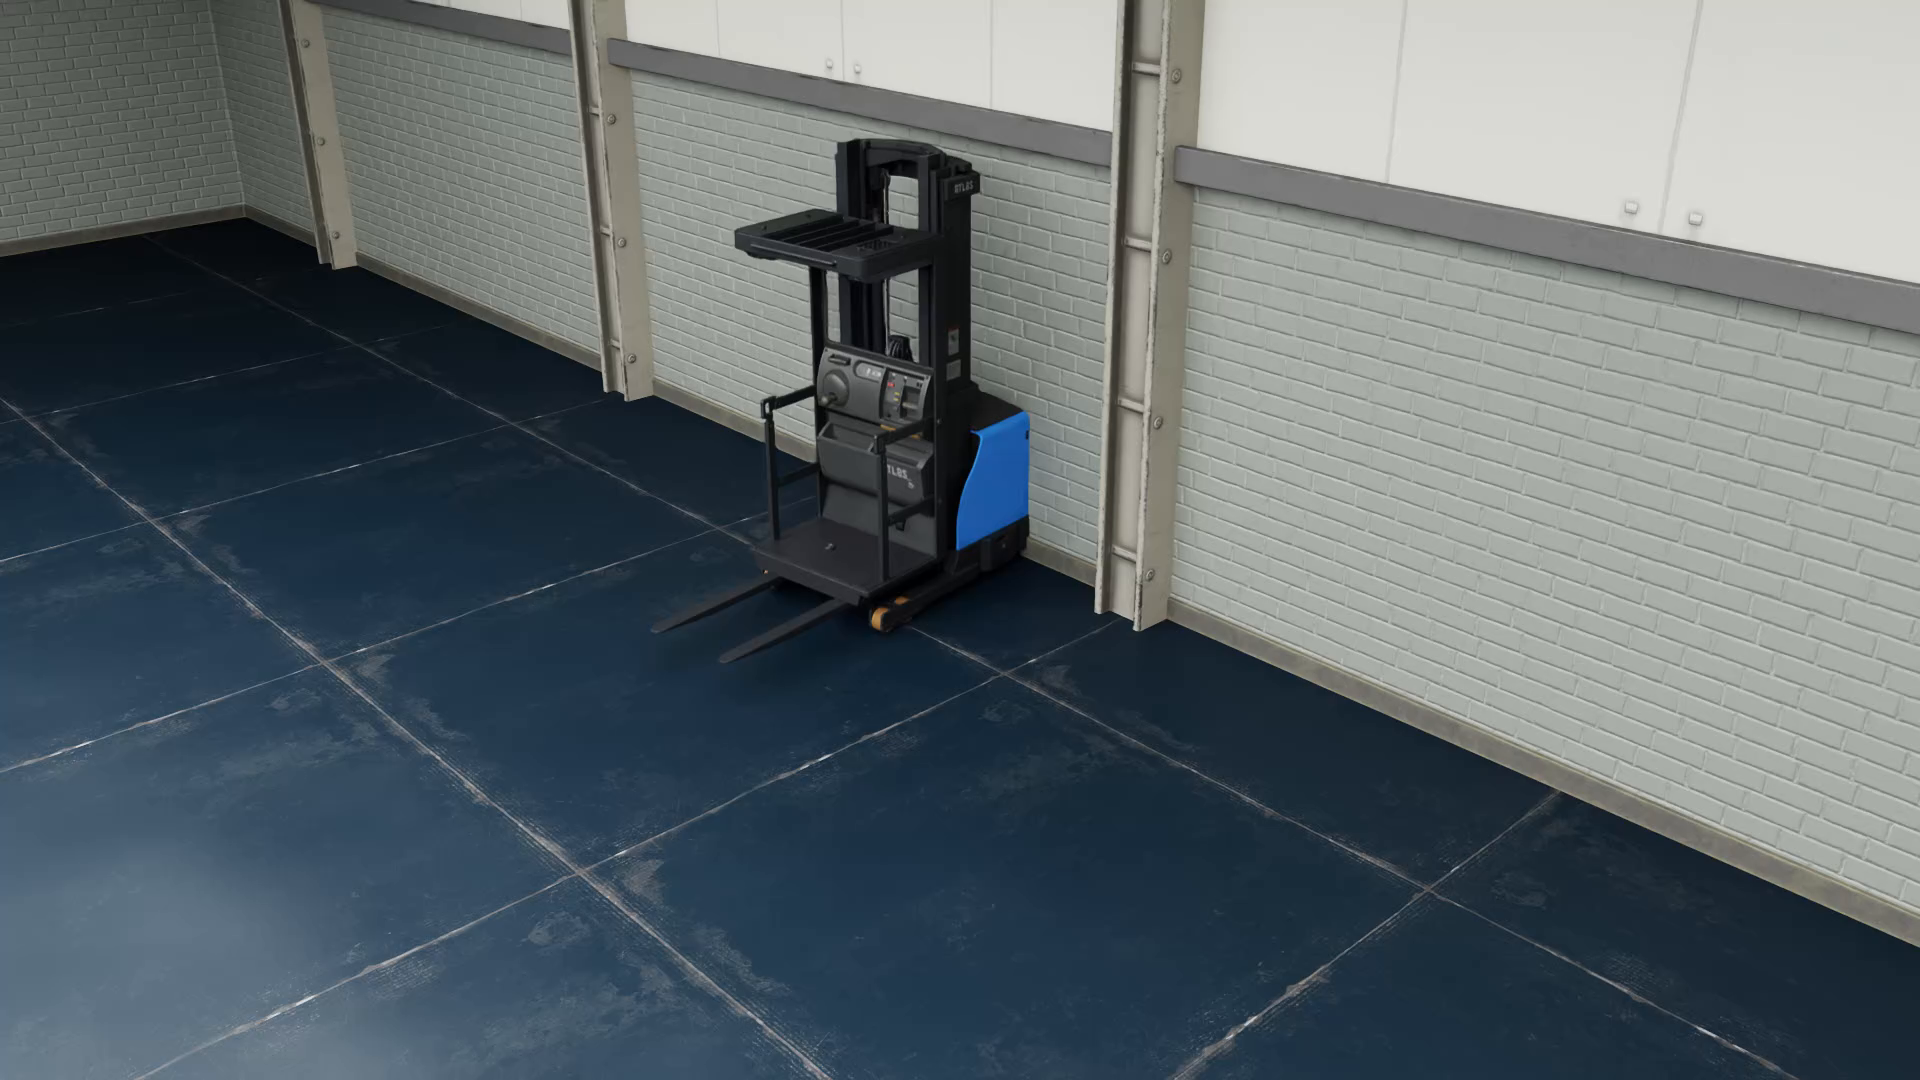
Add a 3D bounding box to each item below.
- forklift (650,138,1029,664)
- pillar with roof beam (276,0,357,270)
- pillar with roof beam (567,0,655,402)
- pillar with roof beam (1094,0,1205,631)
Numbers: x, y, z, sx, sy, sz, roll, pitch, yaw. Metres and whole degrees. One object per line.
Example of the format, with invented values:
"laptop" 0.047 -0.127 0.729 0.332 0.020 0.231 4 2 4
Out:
"forklift" -0.696 -0.969 10.640 1.130 2.935 3.031 19 31 35
"pillar with roof beam" -10.211 -6.019 14.398 9.100 9.000 0.400 -21 32 -38
"pillar with roof beam" -6.110 -4.201 10.414 9.100 9.000 0.400 -21 32 -38
"pillar with roof beam" -2.009 -2.383 6.429 9.100 9.000 0.400 -21 32 -38
